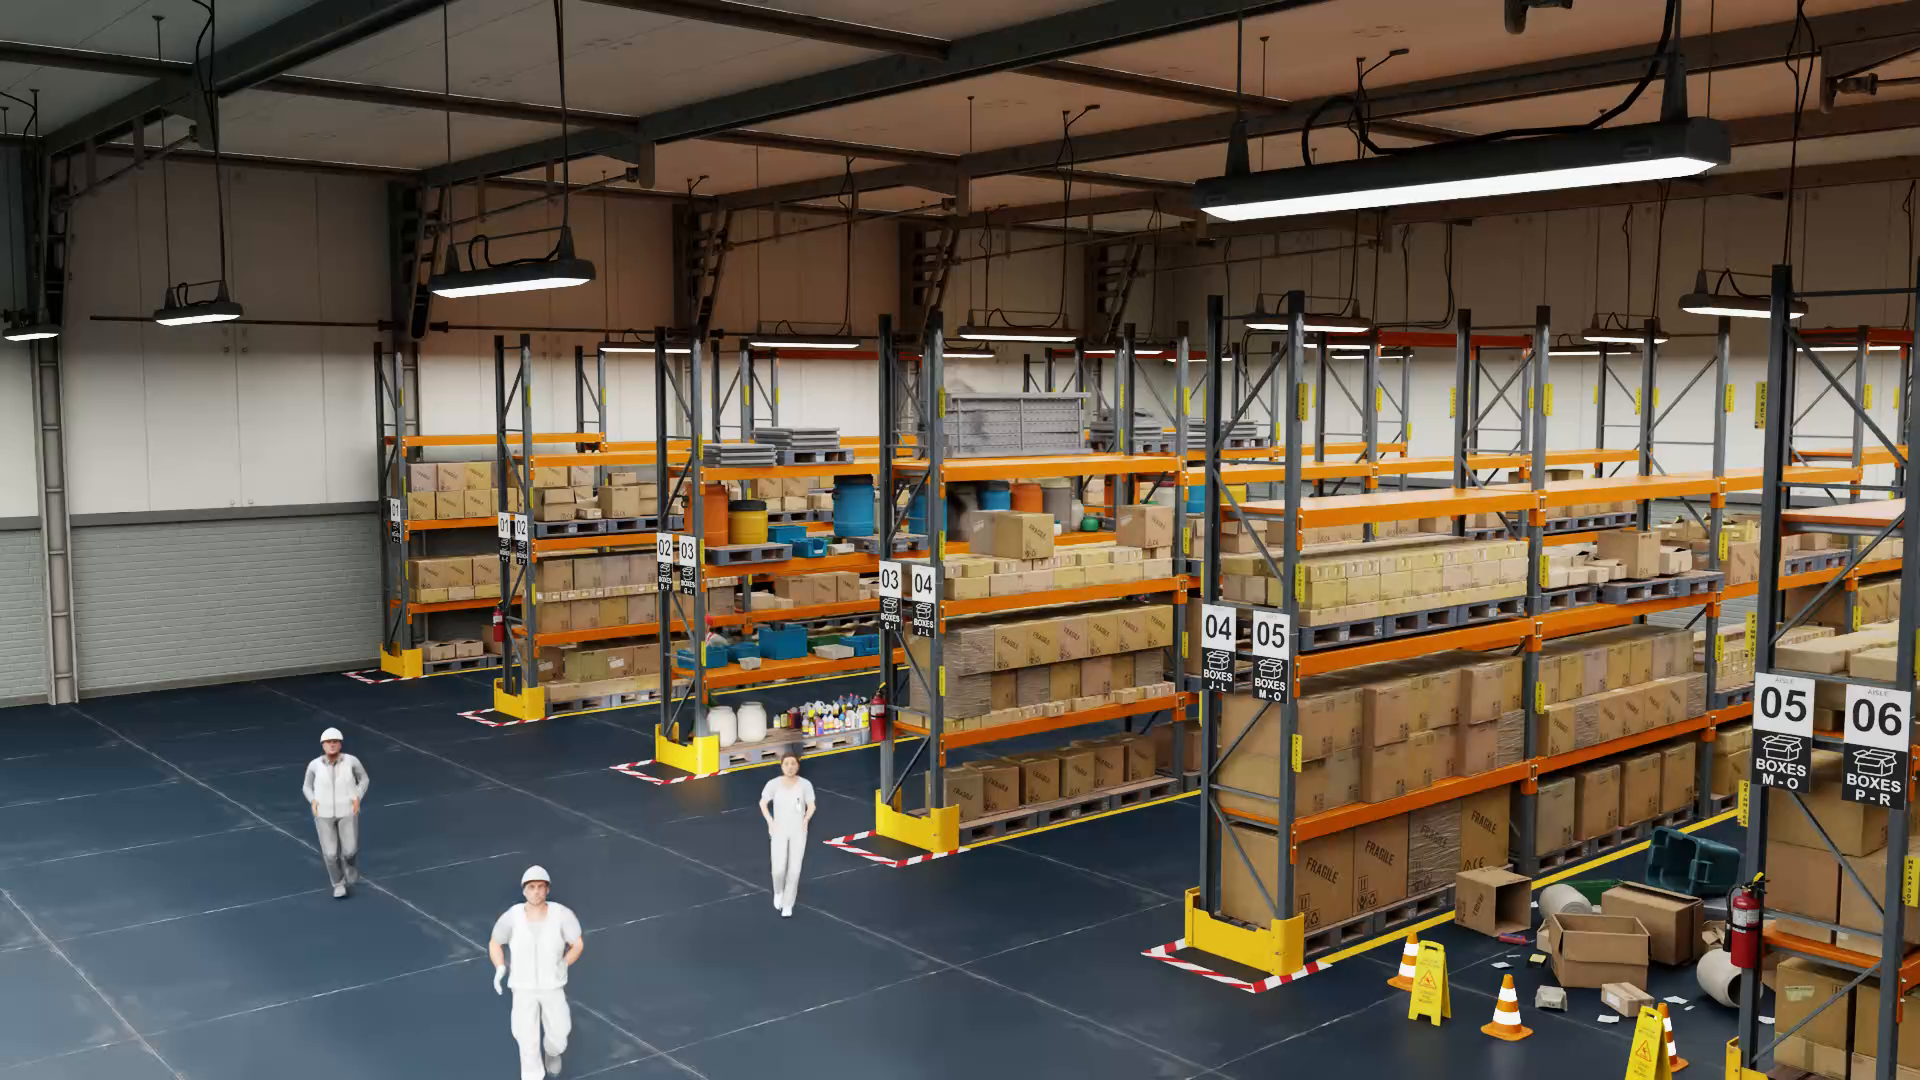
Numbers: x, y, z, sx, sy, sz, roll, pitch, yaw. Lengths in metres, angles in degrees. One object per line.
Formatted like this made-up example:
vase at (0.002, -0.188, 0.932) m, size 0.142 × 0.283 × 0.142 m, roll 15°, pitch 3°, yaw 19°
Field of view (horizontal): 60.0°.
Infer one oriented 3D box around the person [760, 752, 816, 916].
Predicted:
person at (-1.668, 2.873, 16.208) m, size 0.540 × 1.626 × 0.544 m, roll -1°, pitch 5°, yaw -10°

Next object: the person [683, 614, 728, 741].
person at (-3.780, 2.012, 24.659) m, size 0.797 × 1.830 × 0.640 m, roll -5°, pitch 7°, yaw -44°

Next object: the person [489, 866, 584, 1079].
person at (-3.045, 3.208, 11.960) m, size 0.654 × 1.749 × 0.786 m, roll -1°, pitch 5°, yaw -14°

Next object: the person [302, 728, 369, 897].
person at (-6.333, 2.765, 16.881) m, size 0.638 × 1.725 × 0.576 m, roll -2°, pitch 5°, yaw -17°
